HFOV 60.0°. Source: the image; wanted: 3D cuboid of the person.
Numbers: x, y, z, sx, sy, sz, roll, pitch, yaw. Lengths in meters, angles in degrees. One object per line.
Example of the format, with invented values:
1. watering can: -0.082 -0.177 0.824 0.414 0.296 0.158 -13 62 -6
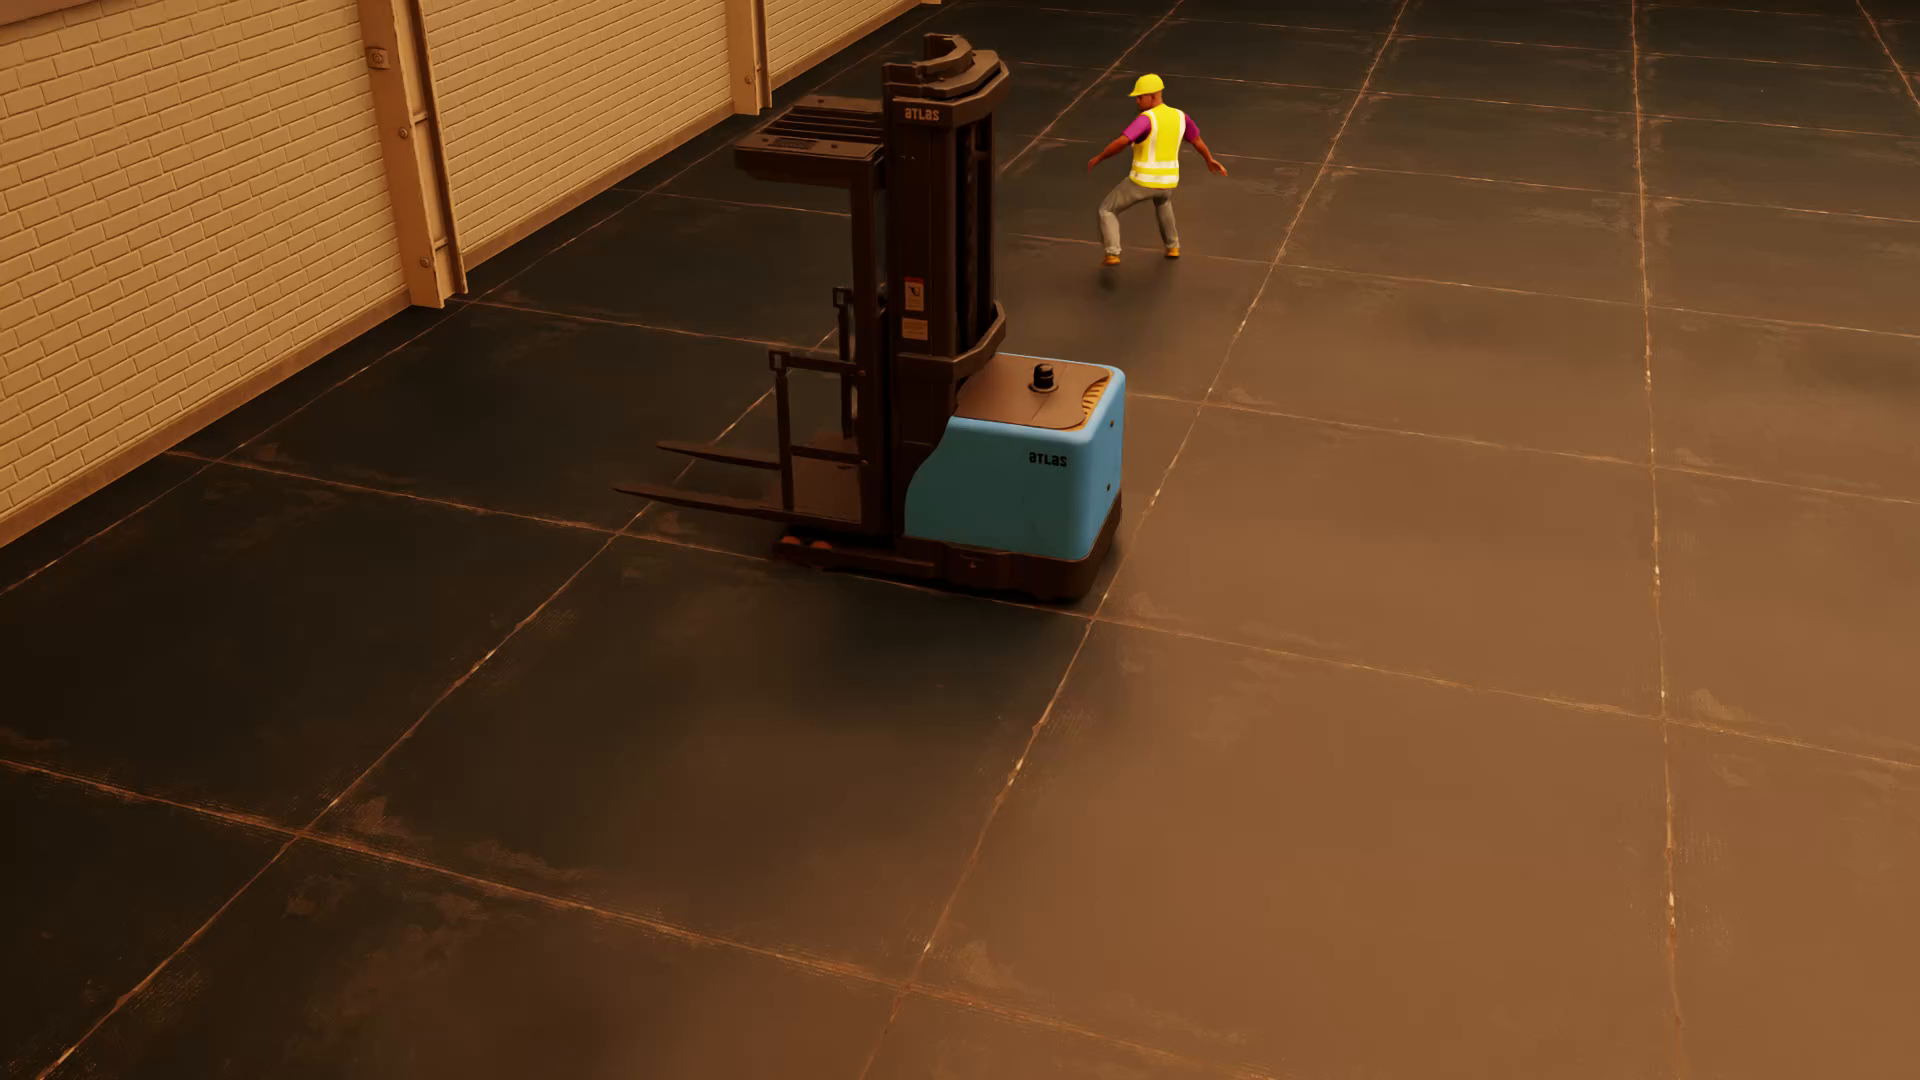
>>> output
1. person: 1.636 -3.042 13.876 1.227 1.657 0.534 -16 33 -26

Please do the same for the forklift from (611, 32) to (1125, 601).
1. forklift: -0.600 -1.339 9.485 3.031 2.935 1.130 9 31 15
